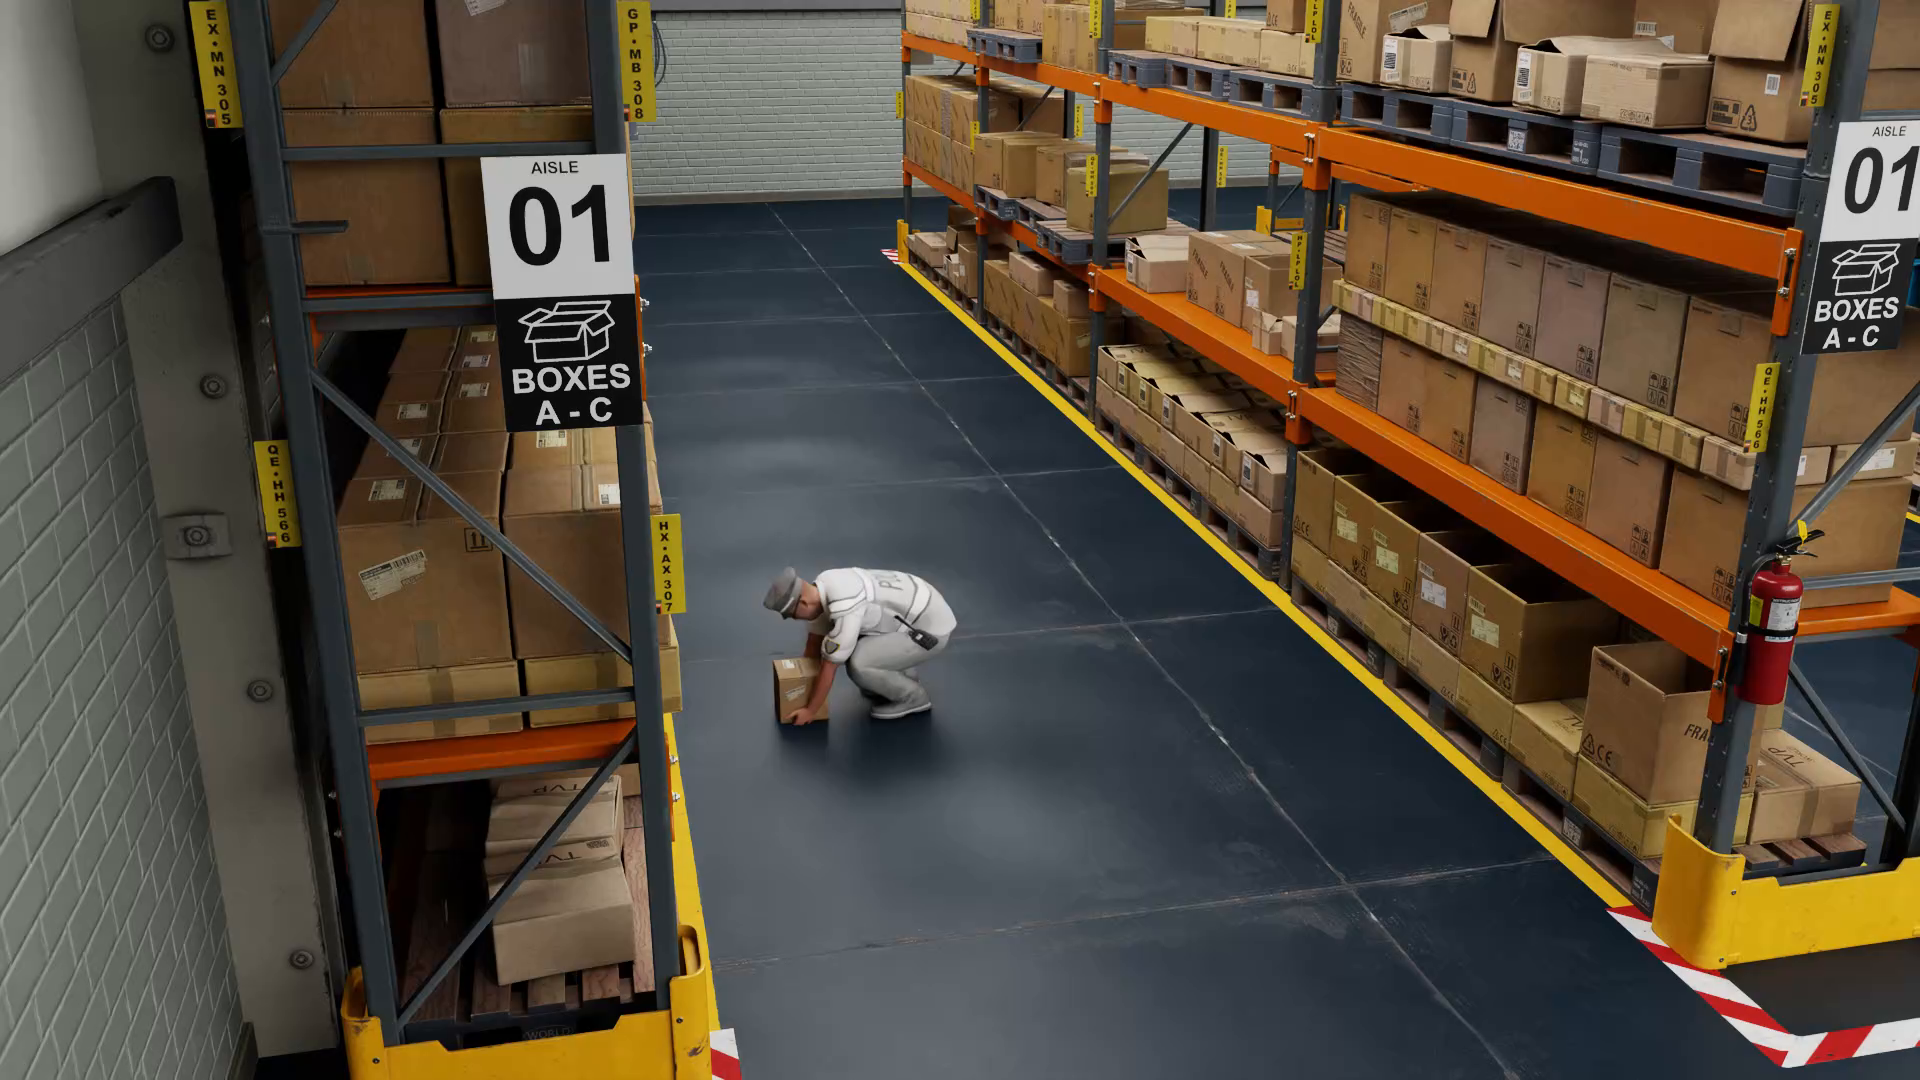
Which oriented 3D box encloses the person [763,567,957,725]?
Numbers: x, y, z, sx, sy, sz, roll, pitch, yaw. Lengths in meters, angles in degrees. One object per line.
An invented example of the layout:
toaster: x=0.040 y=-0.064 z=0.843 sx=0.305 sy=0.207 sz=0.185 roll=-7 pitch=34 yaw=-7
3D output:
person: x=-0.518 y=0.524 z=8.600 sx=0.995 sy=0.891 sz=0.540 roll=-5 pitch=20 yaw=-13
